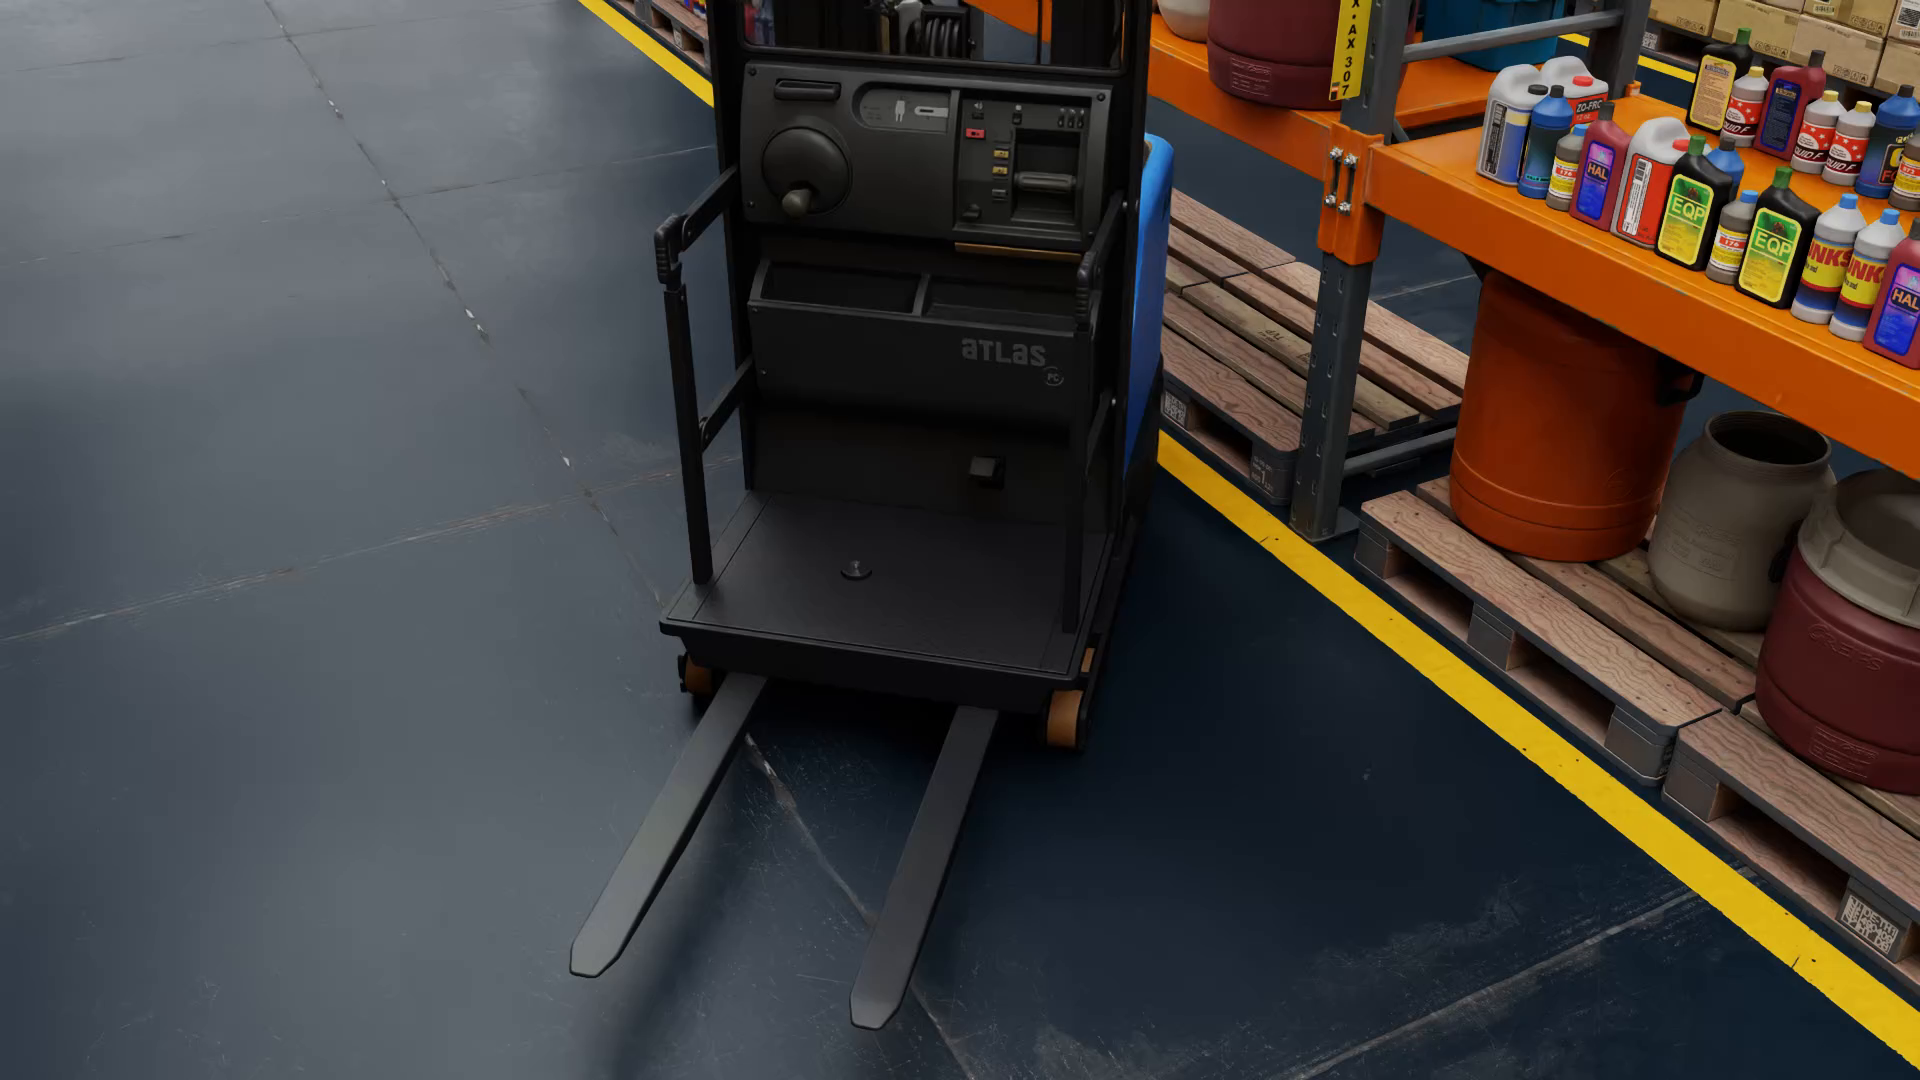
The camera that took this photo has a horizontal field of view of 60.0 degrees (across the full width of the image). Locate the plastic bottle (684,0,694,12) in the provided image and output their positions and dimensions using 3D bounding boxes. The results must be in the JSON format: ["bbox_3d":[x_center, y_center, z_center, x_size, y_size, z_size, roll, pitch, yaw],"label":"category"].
[{"bbox_3d":[-1.554,-3.202,9.577,0.061,0.283,0.133,-15,36,-22],"label":"plastic bottle"}]

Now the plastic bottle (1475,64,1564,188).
[{"bbox_3d":[1.433,-1.059,4.237,0.152,0.276,0.135,-16,36,-23],"label":"plastic bottle"}]

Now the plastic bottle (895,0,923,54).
[{"bbox_3d":[-0.283,-2.756,8.888,0.152,0.276,0.135,-15,35,-21],"label":"plastic bottle"}]

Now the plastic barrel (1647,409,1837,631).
[{"bbox_3d":[2.103,-0.052,4.468,0.421,0.512,0.421,0,33,0],"label":"plastic barrel"}]

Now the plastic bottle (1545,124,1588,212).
[{"bbox_3d":[1.508,-0.919,4.088,0.097,0.201,0.097,0,33,0],"label":"plastic bottle"}]

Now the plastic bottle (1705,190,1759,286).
[{"bbox_3d":[1.741,-0.681,3.716,0.097,0.201,0.097,0,33,0],"label":"plastic bottle"}]

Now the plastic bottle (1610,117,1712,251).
[{"bbox_3d":[1.649,-0.838,3.893,0.152,0.276,0.135,-16,36,-23],"label":"plastic bottle"}]

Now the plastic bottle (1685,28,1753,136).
[{"bbox_3d":[2.083,-1.264,4.551,0.061,0.283,0.133,-16,36,-23],"label":"plastic bottle"}]

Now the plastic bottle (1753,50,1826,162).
[{"bbox_3d":[2.191,-1.154,4.379,0.061,0.283,0.133,-16,36,-23],"label":"plastic bottle"}]

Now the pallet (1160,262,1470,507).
[{"bbox_3d":[1.190,-0.604,5.997,1.003,0.211,1.213,-16,36,-23],"label":"pallet"}]

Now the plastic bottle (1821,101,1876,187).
[{"bbox_3d":[2.274,-1.013,4.235,0.097,0.201,0.097,0,33,0],"label":"plastic bottle"}]

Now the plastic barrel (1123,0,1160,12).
[{"bbox_3d":[0.652,-2.084,5.619,0.421,0.512,0.421,0,33,0],"label":"plastic barrel"}]

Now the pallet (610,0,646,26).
[{"bbox_3d":[-1.762,-3.629,10.719,1.003,0.211,1.213,-16,36,-23],"label":"pallet"}]

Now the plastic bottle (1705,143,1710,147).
[{"bbox_3d":[1.751,-0.847,3.975,0.097,0.201,0.097,0,33,0],"label":"plastic bottle"}]

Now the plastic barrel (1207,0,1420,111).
[{"bbox_3d":[1.033,-1.601,4.843,0.600,0.536,0.708,-16,36,-23],"label":"plastic barrel"}]

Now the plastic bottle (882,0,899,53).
[{"bbox_3d":[-0.377,-2.732,8.844,0.061,0.283,0.133,-16,36,-23],"label":"plastic bottle"}]

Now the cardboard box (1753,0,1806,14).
[{"bbox_3d":[4.480,-3.060,8.886,0.500,0.311,0.500,-17,36,-25],"label":"cardboard box"}]

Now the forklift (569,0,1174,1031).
[{"bbox_3d":[-0.141,-0.906,3.948,1.130,2.935,3.031,7,33,11],"label":"forklift"}]

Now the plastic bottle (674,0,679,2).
[{"bbox_3d":[-1.643,-3.310,9.757,0.097,0.271,0.097,0,33,0],"label":"plastic bottle"}]

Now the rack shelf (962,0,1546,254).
[{"bbox_3d":[0.585,-2.050,6.337,1.077,0.370,4.000,-16,36,-23],"label":"rack shelf"}]

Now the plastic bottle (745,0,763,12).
[{"bbox_3d":[-1.143,-2.858,8.979,0.144,0.351,0.185,-16,36,-23],"label":"plastic bottle"}]

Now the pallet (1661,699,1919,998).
[{"bbox_3d":[2.487,0.722,3.927,1.003,0.211,1.213,-16,36,-23],"label":"pallet"}]

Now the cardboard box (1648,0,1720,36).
[{"bbox_3d":[4.242,-3.072,9.424,0.500,0.250,0.500,-15,36,-22],"label":"cardboard box"}]

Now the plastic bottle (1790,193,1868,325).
[{"bbox_3d":[1.848,-0.600,3.525,0.097,0.271,0.097,0,33,0],"label":"plastic bottle"}]

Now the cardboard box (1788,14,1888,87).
[{"bbox_3d":[4.722,-2.582,8.660,0.500,0.250,0.500,-15,36,-22],"label":"cardboard box"}]

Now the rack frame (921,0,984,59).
[{"bbox_3d":[-0.348,-3.308,7.633,1.000,3.000,0.127,-16,36,-23],"label":"rack frame"}]

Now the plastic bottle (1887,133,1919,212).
[{"bbox_3d":[2.365,-0.920,4.090,0.097,0.201,0.097,0,33,0],"label":"plastic bottle"}]

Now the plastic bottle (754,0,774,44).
[{"bbox_3d":[-0.992,-2.704,8.738,0.144,0.351,0.185,-18,37,-25],"label":"plastic bottle"}]

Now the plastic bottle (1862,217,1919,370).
[{"bbox_3d":[1.932,-0.499,3.357,0.061,0.283,0.133,-16,36,-23],"label":"plastic bottle"}]

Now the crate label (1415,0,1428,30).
[{"bbox_3d":[1.293,-1.956,5.490,0.502,0.435,0.616,-16,36,-23],"label":"crate label"}]

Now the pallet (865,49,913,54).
[{"bbox_3d":[-0.624,-2.465,8.901,1.003,0.211,1.213,-16,36,-23],"label":"pallet"}]

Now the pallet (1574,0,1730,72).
[{"bbox_3d":[4.414,-3.036,9.793,1.003,0.211,1.213,-16,36,-23],"label":"pallet"}]

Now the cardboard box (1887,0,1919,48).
[{"bbox_3d":[4.958,-2.574,8.127,0.500,0.311,0.500,-16,36,-23],"label":"cardboard box"}]

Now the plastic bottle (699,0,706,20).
[{"bbox_3d":[-1.437,-3.098,9.427,0.097,0.271,0.097,0,33,0],"label":"plastic bottle"}]

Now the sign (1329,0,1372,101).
[{"bbox_3d":[1.034,-1.326,4.388,0.100,0.325,0.005,-16,36,-23],"label":"sign"}]
